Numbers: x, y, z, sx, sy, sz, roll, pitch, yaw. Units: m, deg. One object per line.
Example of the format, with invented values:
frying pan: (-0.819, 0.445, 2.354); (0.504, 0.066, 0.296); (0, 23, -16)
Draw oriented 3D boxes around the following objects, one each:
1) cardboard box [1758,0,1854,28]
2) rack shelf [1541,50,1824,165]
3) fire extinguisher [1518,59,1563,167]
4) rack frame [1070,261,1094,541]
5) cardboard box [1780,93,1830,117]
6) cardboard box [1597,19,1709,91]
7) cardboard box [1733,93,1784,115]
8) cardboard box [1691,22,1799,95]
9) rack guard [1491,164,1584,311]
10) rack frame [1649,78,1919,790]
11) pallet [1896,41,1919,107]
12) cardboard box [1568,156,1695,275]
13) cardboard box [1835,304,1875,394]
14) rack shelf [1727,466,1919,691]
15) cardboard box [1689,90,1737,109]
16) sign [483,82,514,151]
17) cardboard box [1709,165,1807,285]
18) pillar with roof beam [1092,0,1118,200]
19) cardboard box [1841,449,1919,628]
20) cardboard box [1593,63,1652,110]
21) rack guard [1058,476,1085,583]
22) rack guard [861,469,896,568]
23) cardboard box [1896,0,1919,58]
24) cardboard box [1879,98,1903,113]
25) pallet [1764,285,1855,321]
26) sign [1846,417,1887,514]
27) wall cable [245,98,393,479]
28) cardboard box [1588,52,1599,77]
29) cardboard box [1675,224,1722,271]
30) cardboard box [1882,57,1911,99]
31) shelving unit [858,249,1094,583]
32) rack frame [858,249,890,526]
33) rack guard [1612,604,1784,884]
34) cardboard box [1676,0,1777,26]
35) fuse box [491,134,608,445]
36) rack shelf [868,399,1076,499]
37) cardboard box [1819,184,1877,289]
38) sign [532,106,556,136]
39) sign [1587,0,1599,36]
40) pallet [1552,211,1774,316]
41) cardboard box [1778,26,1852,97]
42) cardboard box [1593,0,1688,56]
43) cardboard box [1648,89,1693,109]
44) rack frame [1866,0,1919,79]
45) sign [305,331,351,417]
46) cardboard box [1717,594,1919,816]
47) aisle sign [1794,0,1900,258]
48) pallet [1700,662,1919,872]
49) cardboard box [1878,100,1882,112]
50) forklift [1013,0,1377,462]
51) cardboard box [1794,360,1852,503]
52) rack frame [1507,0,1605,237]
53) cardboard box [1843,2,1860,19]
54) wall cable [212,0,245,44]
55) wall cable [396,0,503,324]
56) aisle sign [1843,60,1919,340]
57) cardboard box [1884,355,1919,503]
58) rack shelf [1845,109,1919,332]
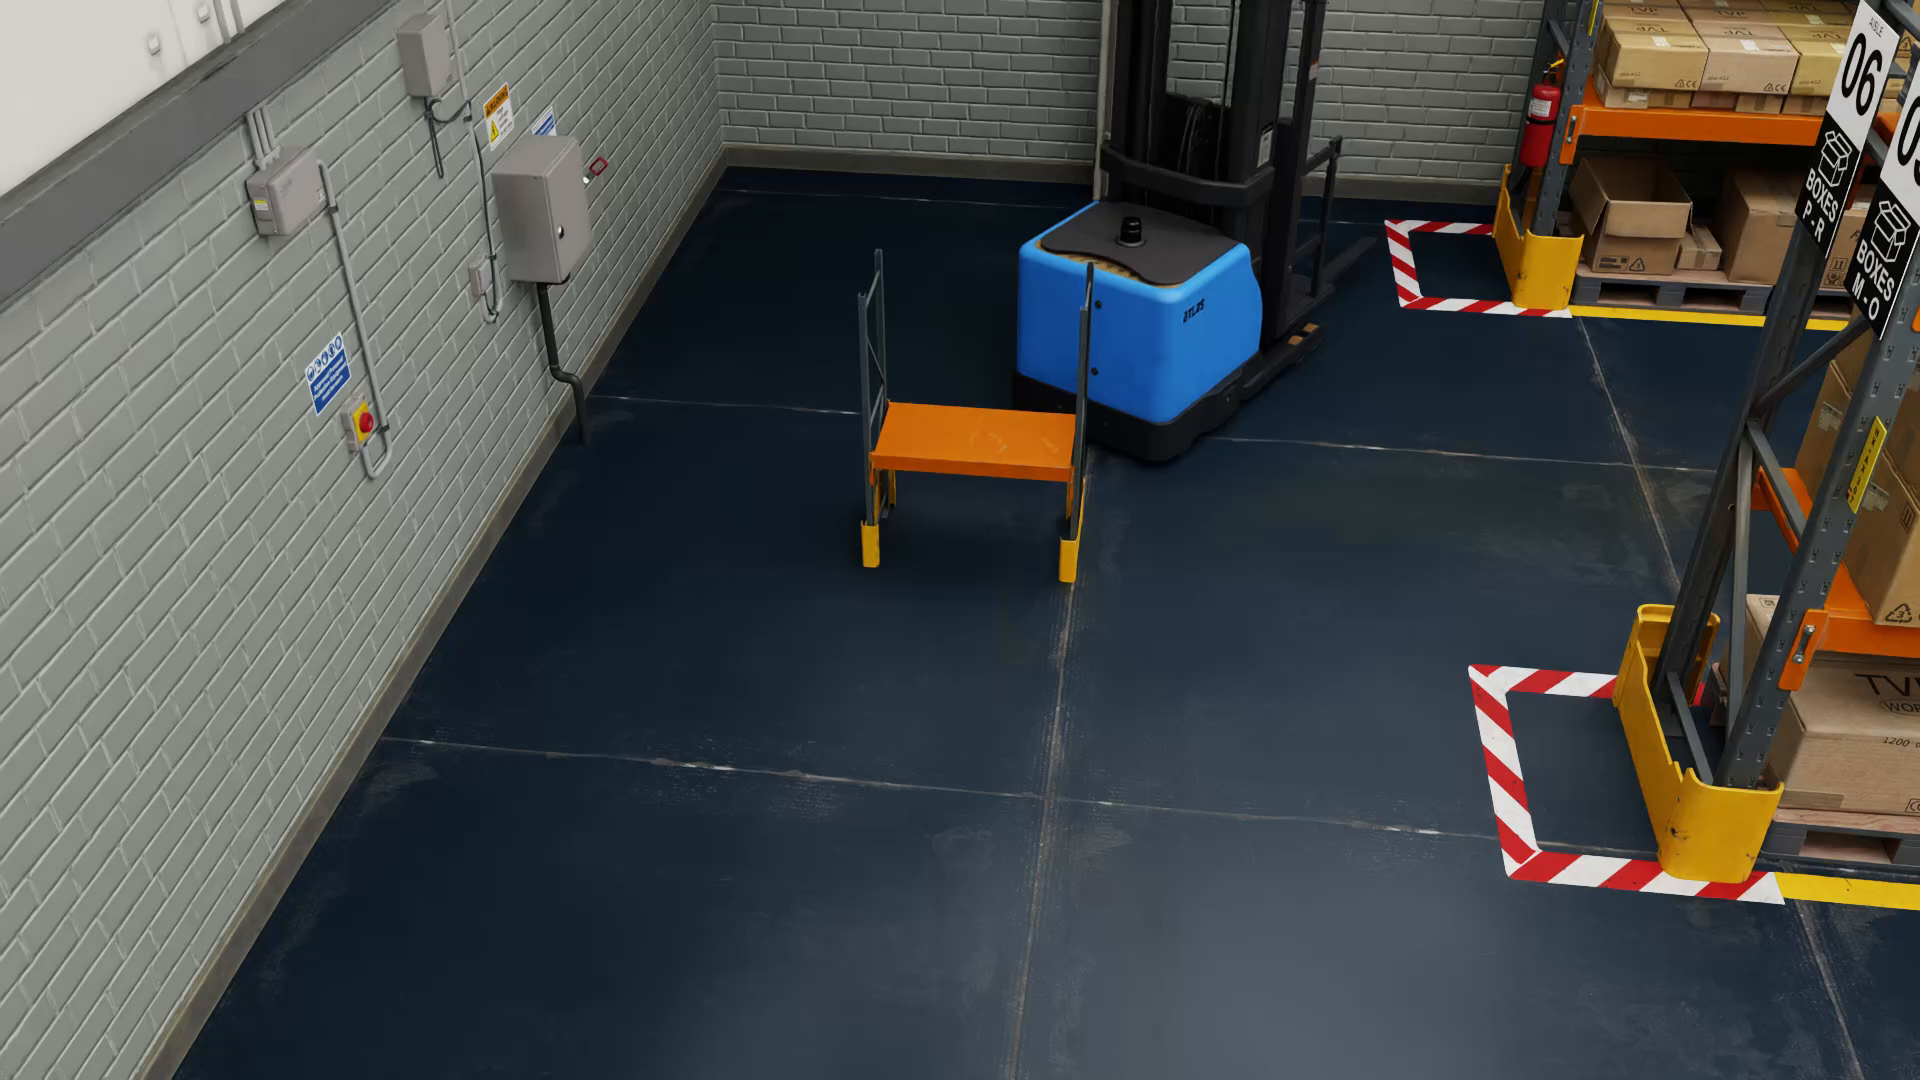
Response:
cardboard box: (5.225, -3.145, 10.304); (0.500, 0.250, 0.500); (5, 36, 7)
rack shelf: (5.717, -2.603, 10.292); (4.000, 0.370, 1.077); (4, 36, 6)
fire extinguisher: (3.529, -2.605, 10.063); (0.183, 0.674, 0.296); (4, 36, 6)
rack frame: (0.589, -0.567, 8.110); (0.032, 1.500, 0.500); (4, 36, 6)
cardboard box: (5.055, -2.697, 10.020); (0.250, 0.149, 0.380); (5, 36, 7)
cardboard box: (4.149, -2.915, 9.982); (0.500, 0.250, 0.500); (4, 36, 6)
cardboard box: (4.791, -2.714, 10.043); (0.250, 0.149, 0.380); (5, 36, 7)
cardboard box: (4.649, -2.878, 9.930); (0.500, 0.250, 0.500); (5, 36, 6)
rack guard: (3.809, -2.021, 11.008); (0.348, 0.500, 1.175); (4, 36, 6)
rack frame: (3.105, -0.184, 6.282); (0.127, 3.000, 1.000); (4, 36, 6)
pallet: (3.842, -1.320, 5.368); (1.213, 0.211, 1.003); (4, 36, 6)
cardboard box: (4.328, -2.099, 10.753); (0.637, 0.503, 0.797); (3, 36, 4)
cardboard box: (3.614, -0.733, 6.105); (0.500, 0.500, 0.500); (5, 36, 8)
rack shelf: (5.089, 0.257, 6.284); (4.000, 0.370, 1.077); (4, 36, 6)
cardboard box: (4.548, -2.768, 10.119); (0.250, 0.149, 0.380); (4, 36, 5)
sign: (-2.291, -2.107, 8.266); (0.001, 0.242, 0.339); (4, 36, 6)
cardboard box: (5.171, -2.012, 10.634); (0.500, 0.500, 0.700); (6, 36, 8)
pillar with roof beam: (0.626, -3.724, 6.079); (0.400, 9.000, 9.100); (4, 36, 6)
cardboard box: (3.545, -0.023, 5.972); (0.500, 0.500, 0.500); (4, 36, 6)
cardboard box: (4.025, -2.759, 10.107); (0.250, 0.149, 0.380); (4, 36, 6)
rack guard: (0.570, -0.059, 8.475); (0.087, 0.250, 0.587); (4, 36, 6)
rack guard: (-0.418, -0.133, 8.578); (0.087, 0.250, 0.587); (4, 36, 6)
cardboard box: (5.637, -3.110, 9.609); (0.500, 0.500, 0.500); (5, 36, 7)
cardboard box: (5.560, -2.628, 9.923); (0.250, 0.149, 0.380); (5, 36, 7)
pallet: (5.806, -1.753, 10.882); (1.213, 0.211, 1.003); (4, 36, 6)
sign: (3.028, -0.249, 5.560); (0.005, 0.325, 0.100); (4, 36, 6)
wall cable: (-2.491, -1.014, 6.544); (0.123, 1.953, 0.585); (4, 36, 6)
cardboard box: (4.096, -3.072, 10.545); (0.250, 0.149, 0.380); (4, 36, 5)
cardboard box: (4.745, -1.901, 10.781); (0.250, 0.149, 0.380); (3, 36, 4)
cardboard box: (5.662, -2.817, 9.845); (0.500, 0.250, 0.500); (3, 36, 5)
shelving unit: (0.076, -0.605, 8.163); (1.083, 1.500, 0.587); (4, 36, 6)
rack frame: (-0.420, -0.642, 8.215); (0.032, 1.500, 0.500); (4, 36, 6)
rack guard: (3.081, 0.832, 7.011); (0.348, 0.500, 1.175); (4, 36, 6)
cardboard box: (4.735, -3.184, 10.359); (0.500, 0.250, 0.500); (4, 36, 6)
fuse box: (-2.079, -1.262, 8.903); (0.414, 1.711, 0.539); (4, 36, 6)
rack shelf: (0.085, -0.458, 8.267); (1.000, 0.185, 0.538); (4, 36, 6)
cardboard box: (5.683, -1.915, 10.499); (0.500, 0.500, 0.500); (5, 36, 7)
sign: (-2.221, -2.048, 8.976); (0.001, 0.494, 0.329); (4, 36, 6)
sign: (3.665, -3.084, 9.600); (0.005, 0.325, 0.100); (4, 36, 6)
pallet: (4.600, -1.845, 11.010); (1.213, 0.211, 1.003); (4, 36, 6)
cardboard box: (5.153, -2.842, 9.881); (0.500, 0.250, 0.500); (4, 36, 5)
cardboard box: (4.224, -3.223, 10.414); (0.500, 0.250, 0.500); (5, 36, 7)
cardboard box: (4.283, -2.767, 10.118); (0.250, 0.149, 0.380); (5, 36, 7)
rack frame: (3.105, -2.625, 4.539); (0.127, 3.000, 1.000); (4, 36, 6)
sign: (-2.558, -0.674, 6.737); (0.001, 0.218, 0.327); (4, 36, 6)
cardboard box: (3.772, 0.680, 6.917); (0.875, 0.438, 0.875); (3, 36, 4)
aisle sign: (3.073, -1.426, 5.785); (0.004, 0.787, 0.394); (4, 36, 6)
pallet: (3.908, 0.966, 7.073); (1.213, 0.211, 1.003); (4, 36, 6)
cardboard box: (5.296, -2.635, 9.934); (0.250, 0.149, 0.380); (3, 36, 5)
forklift: (1.589, -2.423, 9.479); (1.130, 2.935, 3.031); (24, 42, 29)
cardboard box: (3.617, -0.341, 6.417); (0.500, 0.500, 0.500); (4, 36, 6)
rack frame: (3.734, -3.044, 10.290); (0.127, 3.000, 1.000); (4, 36, 6)
cardboard box: (5.744, -3.106, 10.250); (0.500, 0.250, 0.500); (4, 36, 6)
wall cable: (-2.573, -2.884, 4.902); (0.029, 3.000, 0.463); (4, 36, 6)
wall cable: (-2.322, -1.819, 7.699); (0.122, 1.984, 0.588); (4, 36, 6)
aisle sign: (2.997, -1.080, 5.300); (0.004, 0.787, 0.394); (4, 36, 6)
cardboard box: (3.545, -0.432, 5.683); (0.500, 0.500, 0.500); (4, 36, 5)
rack shelf: (5.089, -0.964, 5.412); (4.000, 0.370, 1.077); (4, 36, 6)
